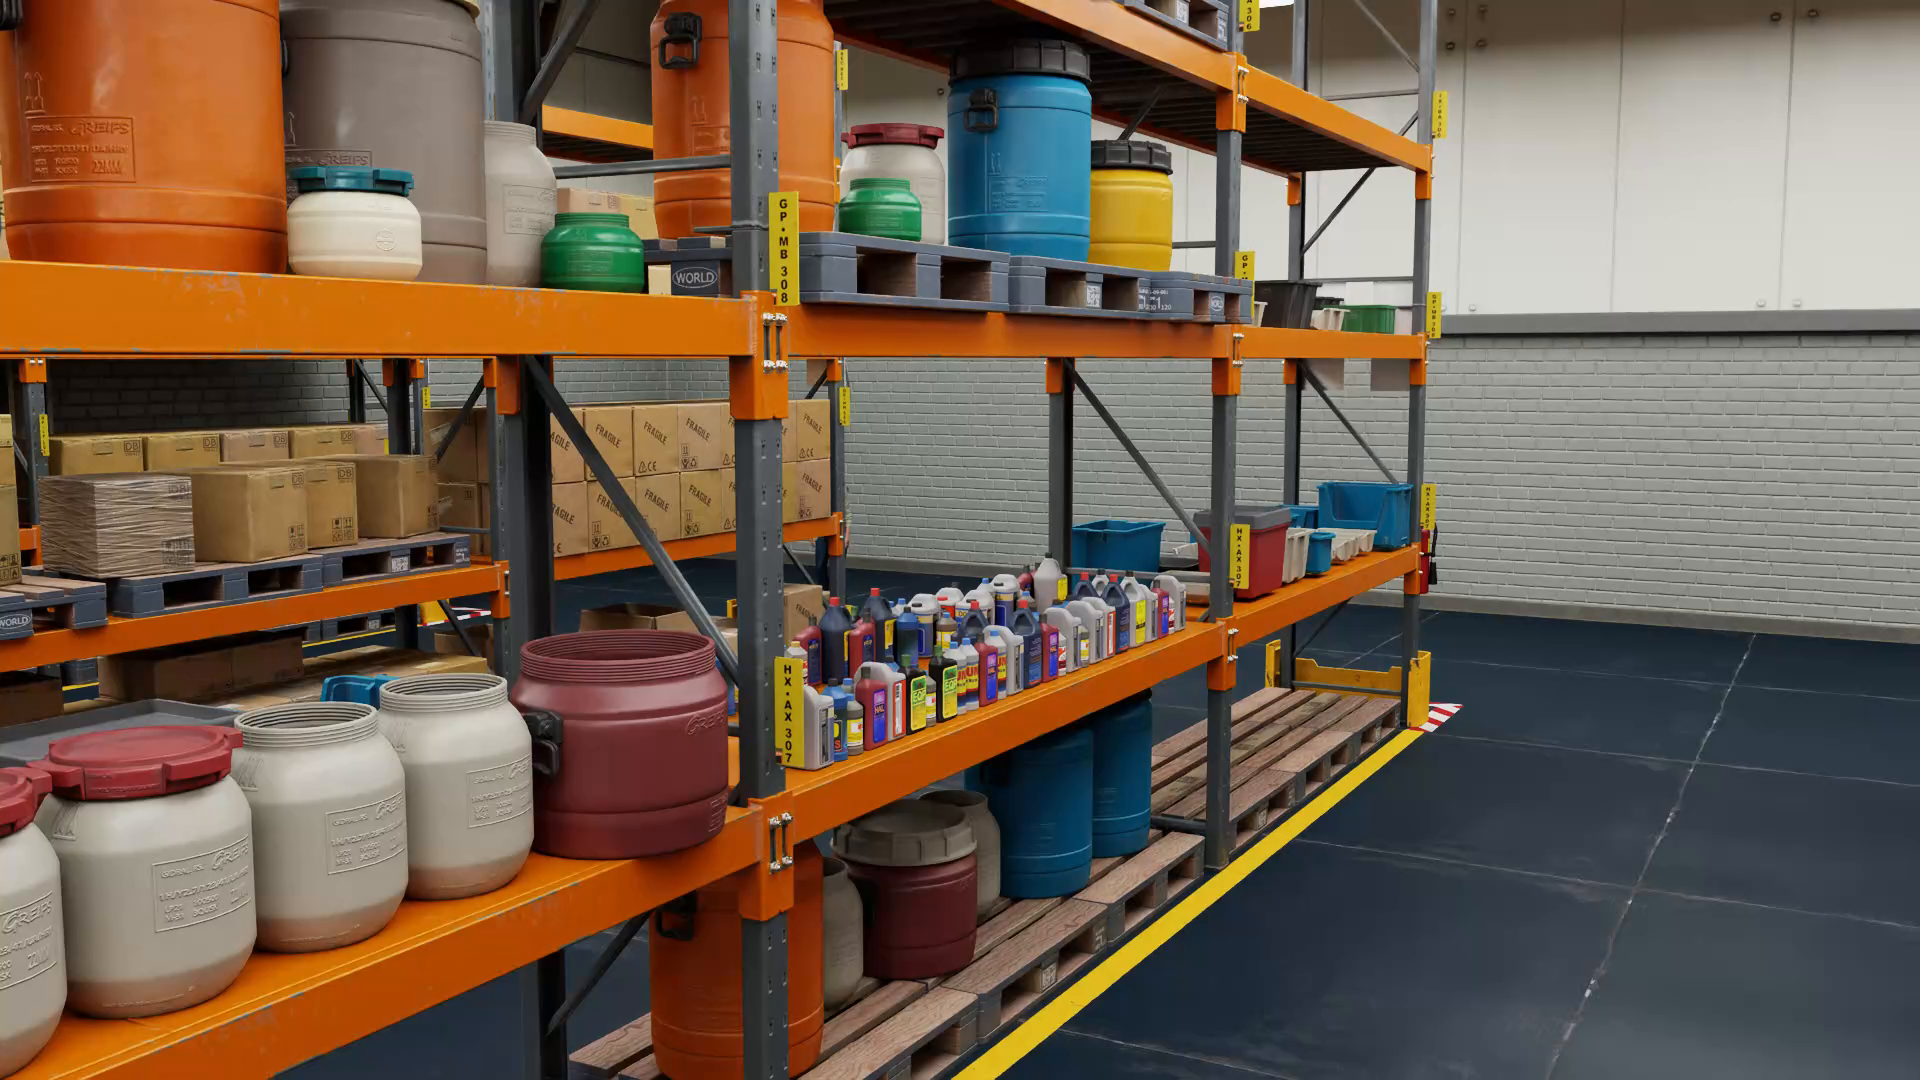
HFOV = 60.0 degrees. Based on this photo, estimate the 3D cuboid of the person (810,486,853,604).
[{"bbox_3d":[-1.339,-0.024,17.292,0.472,1.593,0.350,3,7,27],"label":"person"}]
